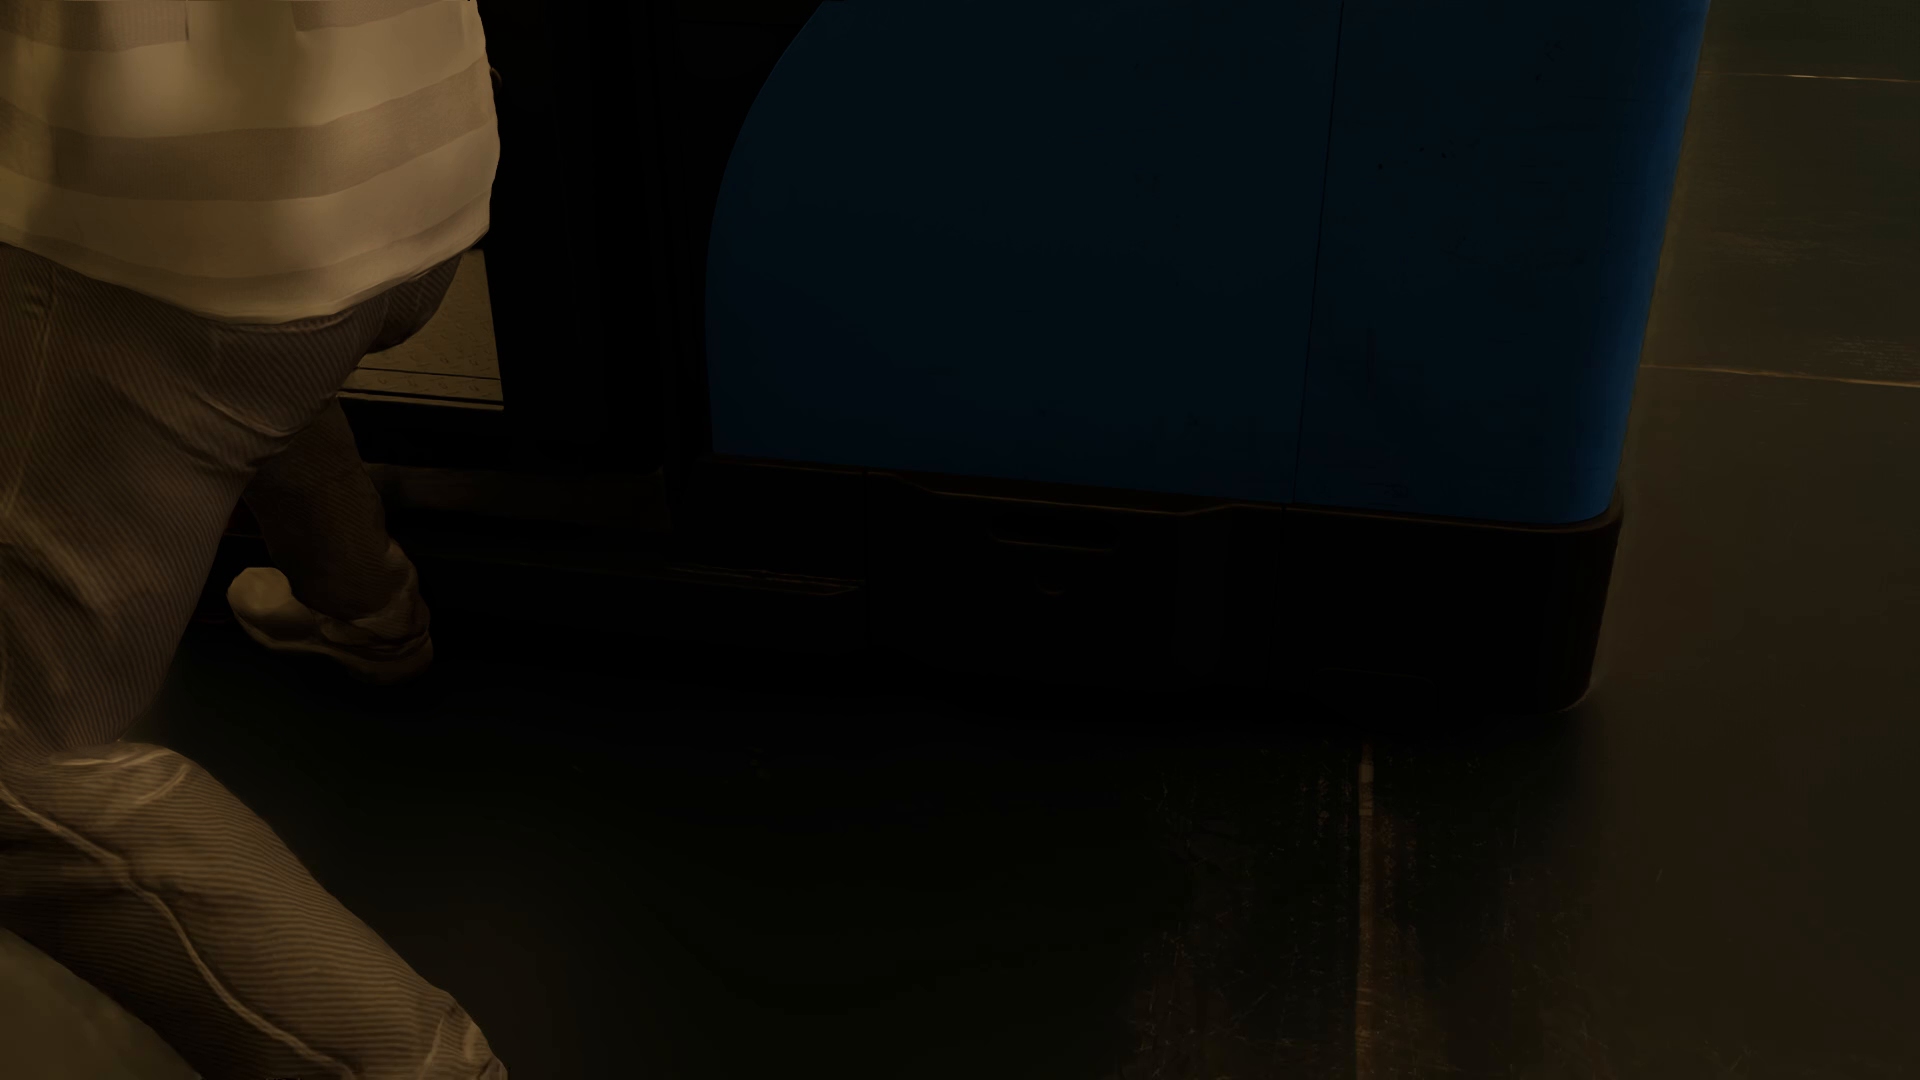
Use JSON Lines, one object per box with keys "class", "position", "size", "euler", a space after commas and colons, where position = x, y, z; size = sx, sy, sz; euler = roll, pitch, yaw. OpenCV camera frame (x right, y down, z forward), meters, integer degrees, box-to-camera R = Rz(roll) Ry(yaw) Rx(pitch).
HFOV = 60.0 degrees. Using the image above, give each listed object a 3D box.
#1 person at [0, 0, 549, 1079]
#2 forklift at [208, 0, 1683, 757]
{"class": "person", "position": [-0.620, -0.297, 1.300], "size": [0.677, 1.663, 0.938], "euler": [10, 28, 19]}
{"class": "forklift", "position": [-0.625, -1.426, 2.072], "size": [3.031, 2.935, 1.130], "euler": [8, 28, 15]}
